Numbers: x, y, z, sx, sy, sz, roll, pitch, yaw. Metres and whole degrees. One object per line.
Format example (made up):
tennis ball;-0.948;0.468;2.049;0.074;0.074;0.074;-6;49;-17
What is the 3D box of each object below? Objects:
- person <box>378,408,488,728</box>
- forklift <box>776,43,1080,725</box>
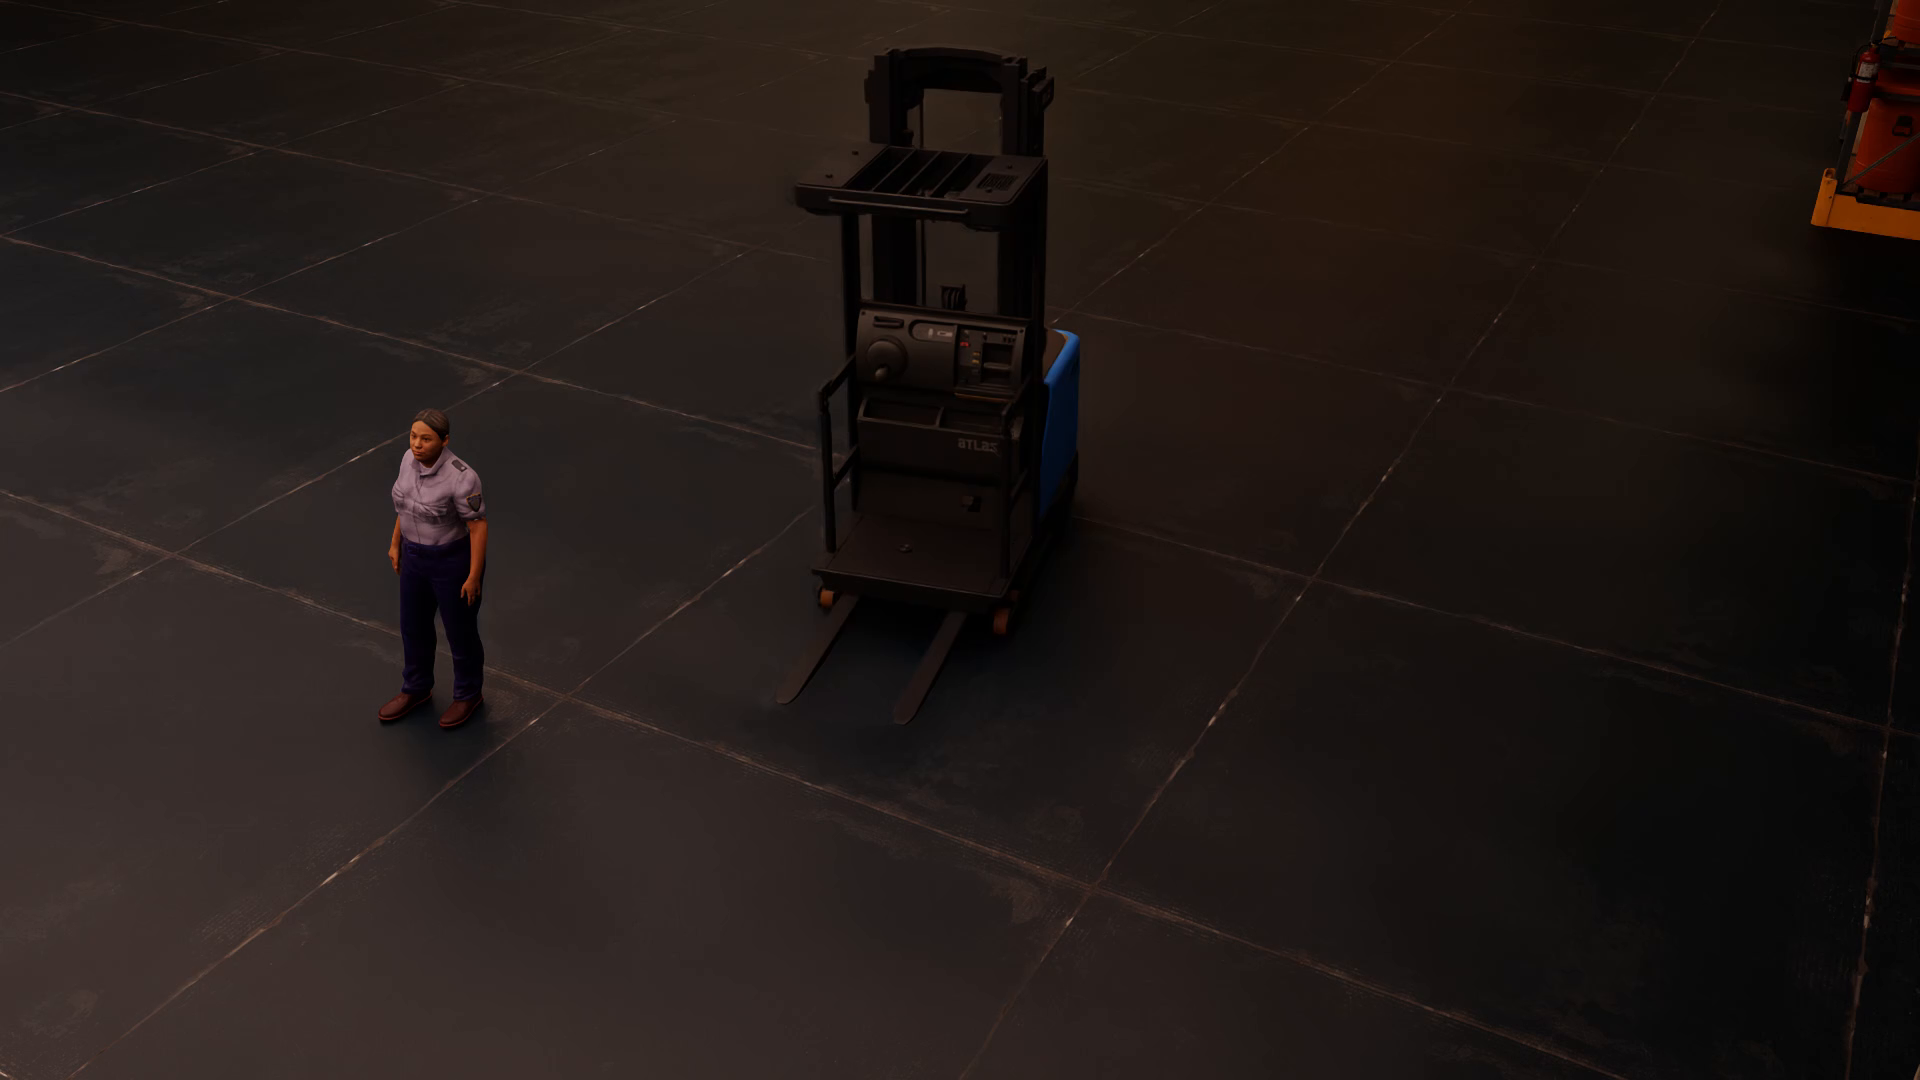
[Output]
person;-2.590;0.156;8.069;0.597;1.651;0.502;16;34;25
forklift;-0.163;-0.959;8.732;1.130;2.935;3.031;8;31;14
